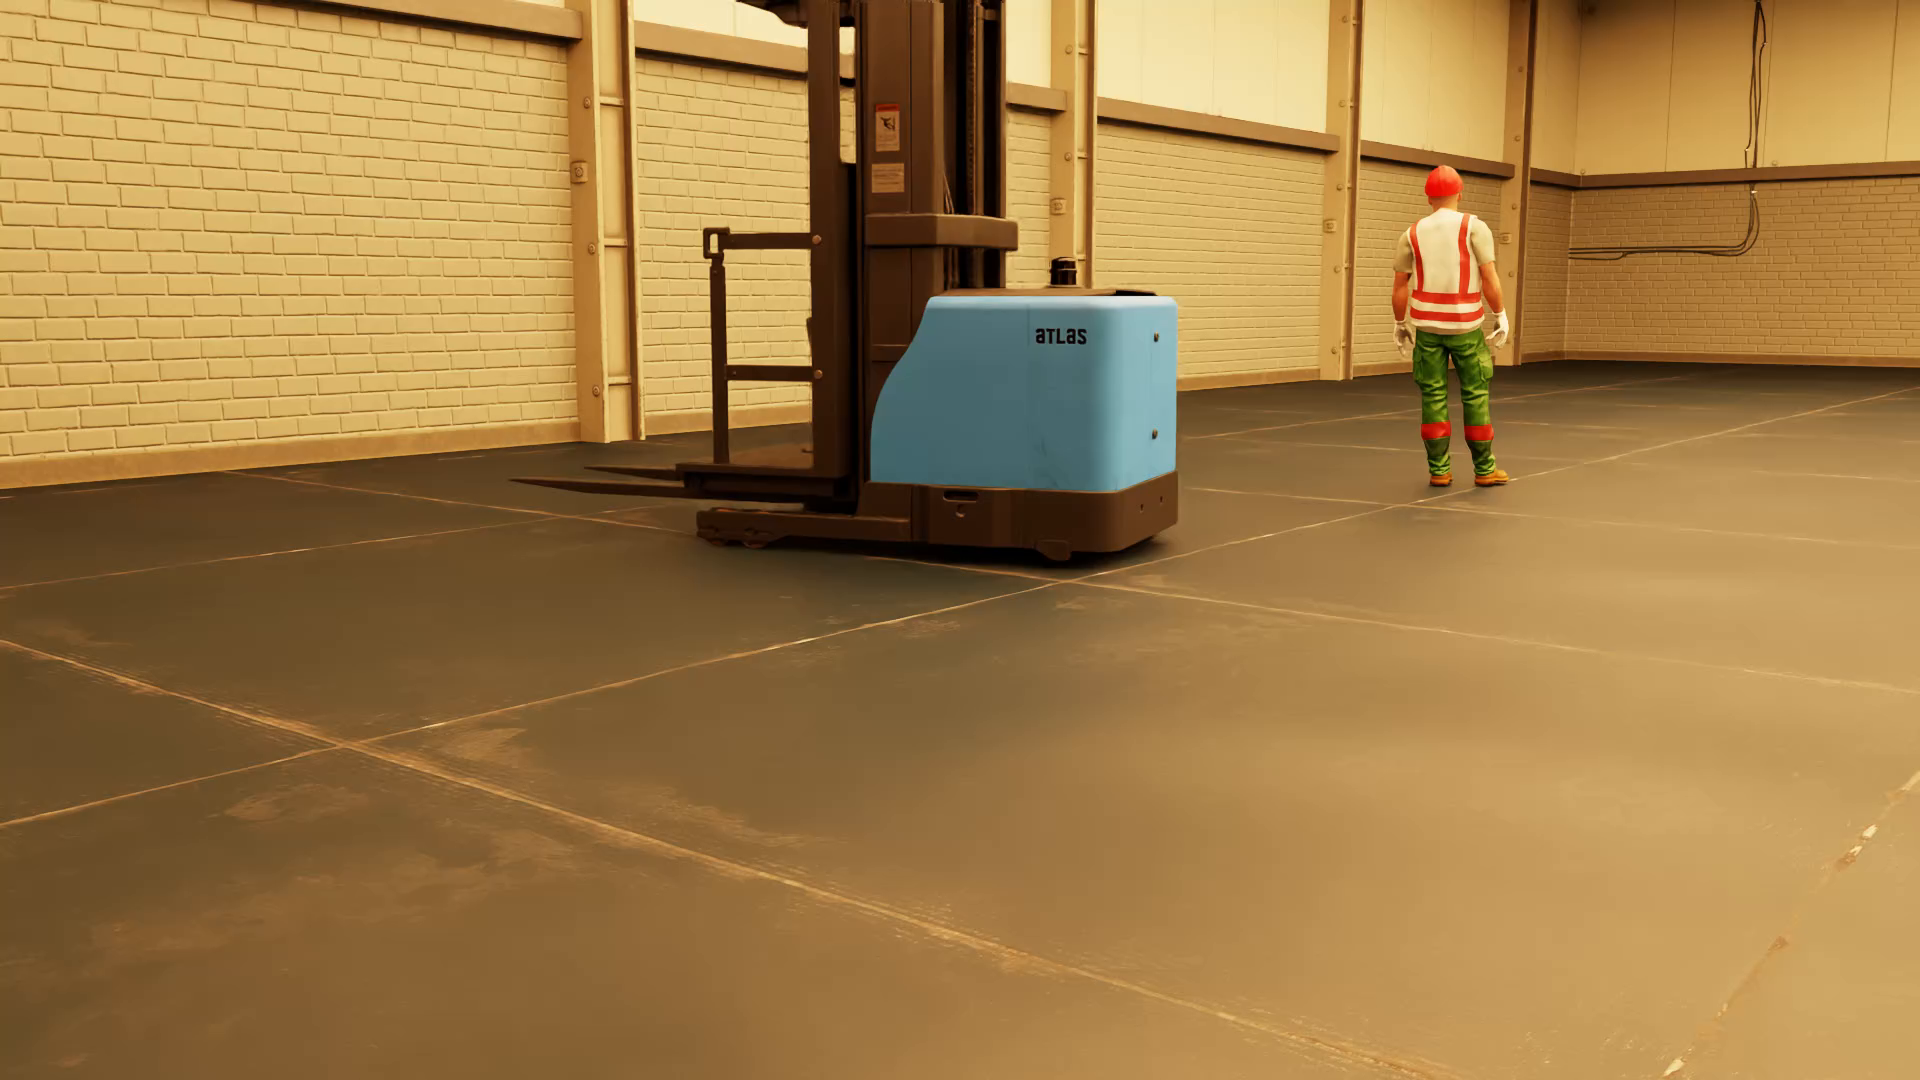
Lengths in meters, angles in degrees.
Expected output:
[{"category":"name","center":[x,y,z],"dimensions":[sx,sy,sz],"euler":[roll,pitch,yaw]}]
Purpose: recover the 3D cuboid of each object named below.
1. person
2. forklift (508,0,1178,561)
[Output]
[{"category":"person","center":[2.800,-1.212,9.454],"dimensions":[0.637,1.787,0.564],"euler":[5,10,30]},{"category":"forklift","center":[-0.599,-1.477,7.378],"dimensions":[3.031,2.935,1.130],"euler":[3,9,22]}]
